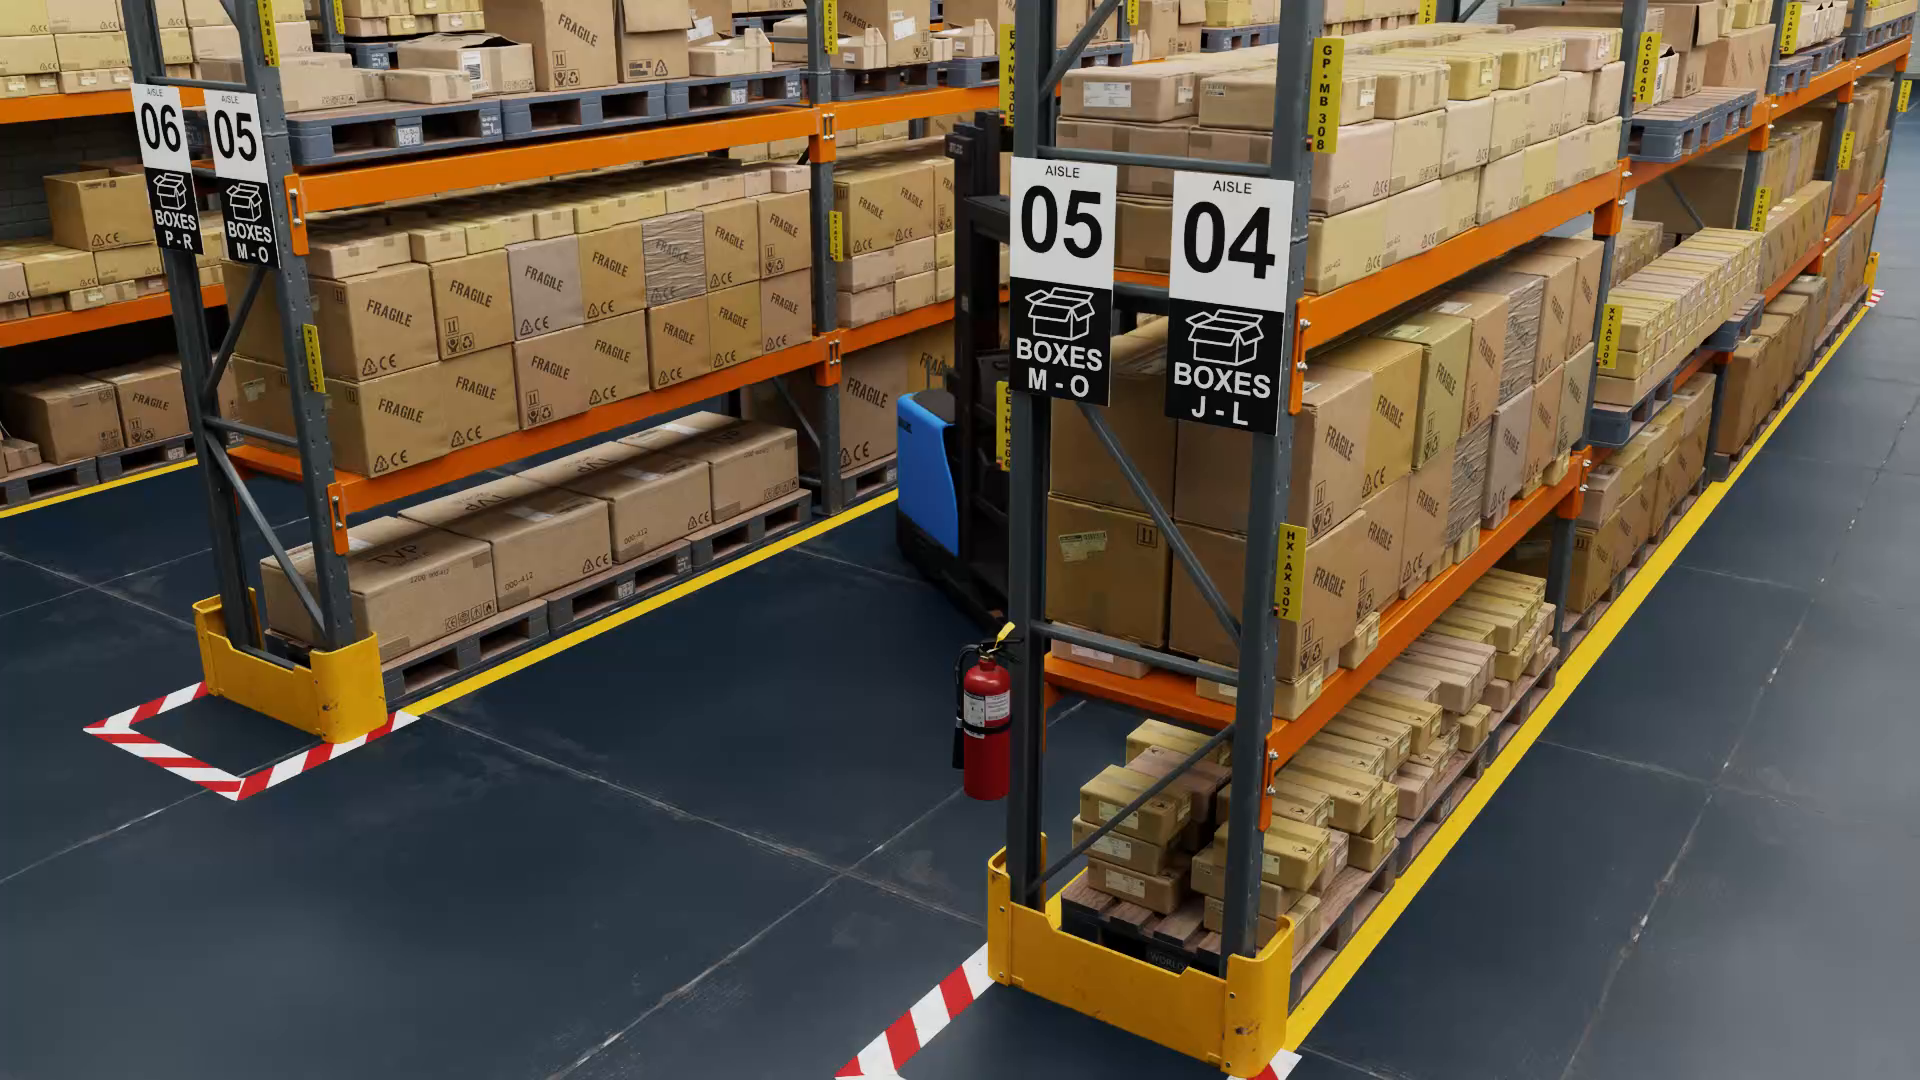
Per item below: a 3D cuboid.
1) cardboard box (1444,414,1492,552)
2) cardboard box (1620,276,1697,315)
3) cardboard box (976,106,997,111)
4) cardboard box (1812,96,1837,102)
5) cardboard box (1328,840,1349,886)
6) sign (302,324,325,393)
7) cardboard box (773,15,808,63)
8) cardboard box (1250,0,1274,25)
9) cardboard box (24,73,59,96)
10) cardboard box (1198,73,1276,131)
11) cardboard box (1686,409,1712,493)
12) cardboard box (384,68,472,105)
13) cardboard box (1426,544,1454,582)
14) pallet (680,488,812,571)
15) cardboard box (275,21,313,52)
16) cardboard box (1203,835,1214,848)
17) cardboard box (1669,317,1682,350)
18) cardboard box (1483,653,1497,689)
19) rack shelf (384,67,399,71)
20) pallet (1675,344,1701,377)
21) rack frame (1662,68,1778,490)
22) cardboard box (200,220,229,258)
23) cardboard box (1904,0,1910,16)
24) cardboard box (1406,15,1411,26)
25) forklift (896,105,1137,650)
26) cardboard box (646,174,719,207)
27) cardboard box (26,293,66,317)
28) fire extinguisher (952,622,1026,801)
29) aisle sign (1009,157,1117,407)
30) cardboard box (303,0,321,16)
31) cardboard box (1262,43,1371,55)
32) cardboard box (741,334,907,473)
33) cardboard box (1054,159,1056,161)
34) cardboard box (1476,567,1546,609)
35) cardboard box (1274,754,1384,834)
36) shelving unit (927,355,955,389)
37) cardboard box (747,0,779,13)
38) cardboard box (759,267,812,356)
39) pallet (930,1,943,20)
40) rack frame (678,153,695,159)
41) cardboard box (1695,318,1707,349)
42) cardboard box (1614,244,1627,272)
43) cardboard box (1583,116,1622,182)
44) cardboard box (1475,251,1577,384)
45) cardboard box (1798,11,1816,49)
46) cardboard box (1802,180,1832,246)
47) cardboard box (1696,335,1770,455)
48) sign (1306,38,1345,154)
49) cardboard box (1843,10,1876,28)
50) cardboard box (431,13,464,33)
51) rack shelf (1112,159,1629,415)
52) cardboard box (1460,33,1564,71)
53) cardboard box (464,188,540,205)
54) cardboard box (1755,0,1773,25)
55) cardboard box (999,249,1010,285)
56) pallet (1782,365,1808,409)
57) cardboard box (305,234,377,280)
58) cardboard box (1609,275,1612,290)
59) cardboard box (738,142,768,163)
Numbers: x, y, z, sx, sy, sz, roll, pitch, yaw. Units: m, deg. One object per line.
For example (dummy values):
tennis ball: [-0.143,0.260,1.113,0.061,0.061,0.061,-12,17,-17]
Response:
cardboard box: [1.949,-0.299,7.176,0.500,0.500,0.500,13,24,30]
cardboard box: [4.055,-1.421,9.683,0.380,0.149,0.250,13,24,31]
cardboard box: [0.137,-5.361,21.291,0.500,0.500,0.500,13,24,31]
cardboard box: [7.815,-3.893,15.693,0.875,0.550,0.550,13,24,32]
cardboard box: [1.393,1.295,6.944,0.380,0.149,0.250,14,24,32]
sign: [-3.074,-0.863,7.912,0.100,0.325,0.005,13,24,32]
cardboard box: [-0.960,-3.533,11.693,0.500,0.311,0.500,13,24,32]
cardboard box: [2.719,-5.166,16.195,0.500,0.250,0.500,14,24,32]
cardboard box: [-6.527,-3.193,11.613,0.380,0.149,0.250,13,24,31]
cardboard box: [0.991,-1.400,5.323,0.380,0.149,0.250,13,24,31]
cardboard box: [4.964,-0.674,11.760,0.500,0.500,0.500,13,24,32]
cardboard box: [-2.728,-2.330,8.529,0.380,0.149,0.250,14,25,34]
cardboard box: [1.909,0.038,7.201,0.380,0.149,0.250,14,25,34]
pallet: [-1.774,-0.167,11.411,1.003,0.211,1.213,13,24,32]
cardboard box: [-5.453,-3.933,13.038,0.500,0.250,0.500,13,24,32]
cardboard box: [1.025,1.203,7.194,0.380,0.149,0.250,13,24,32]
cardboard box: [3.906,-1.207,9.531,0.380,0.149,0.250,12,24,30]
cardboard box: [2.455,0.625,8.326,0.380,0.149,0.250,14,24,32]
rack shelf: [-4.264,-4.288,15.246,1.077,0.370,4.000,13,24,32]
pallet: [4.039,-1.223,10.524,1.003,0.211,1.213,13,24,32]
rack frame: [5.118,-1.889,12.047,1.000,3.000,0.127,13,24,32]
cardboard box: [-5.743,-2.373,13.145,0.500,0.250,0.500,13,24,32]
cardboard box: [9.280,-5.337,16.659,0.380,0.149,0.250,14,24,32]
cardboard box: [5.007,-6.045,19.323,0.380,0.149,0.250,13,24,32]
forklift: [0.627,-0.908,9.494,1.130,2.935,3.031,-9,22,-22]
cardboard box: [-1.705,-2.147,10.225,0.380,0.149,0.250,13,24,31]
cardboard box: [-6.664,-1.722,11.958,0.380,0.149,0.250,14,24,33]
fire extinguisher: [0.097,0.600,5.968,0.296,0.674,0.183,13,24,32]
aisle sign: [0.332,-0.850,5.493,0.394,0.787,0.004,13,24,32]
cardboard box: [-5.317,-4.426,13.766,0.380,0.149,0.250,13,24,31]
cardboard box: [1.448,-1.941,6.786,0.380,0.149,0.250,13,24,30]
cardboard box: [-0.999,-1.071,12.295,0.875,0.875,0.875,14,25,33]
cardboard box: [0.611,-2.993,13.447,0.500,0.500,0.500,14,24,33]
cardboard box: [2.885,0.273,8.850,0.380,0.149,0.250,14,25,33]
cardboard box: [1.499,1.034,6.793,0.380,0.149,0.250,13,24,32]
shelving unit: [-0.069,-0.629,11.236,0.258,1.200,0.189,13,24,32]
cardboard box: [-2.330,-5.814,17.442,0.700,0.500,0.500,13,24,31]
cardboard box: [-1.331,-1.541,10.964,0.500,0.500,0.500,14,24,32]
pallet: [-0.433,-6.555,20.466,1.003,0.211,1.213,13,24,32]
rack frame: [-3.140,-3.792,17.193,1.000,3.000,0.127,13,24,32]
cardboard box: [4.345,-1.291,10.188,0.380,0.149,0.250,12,23,29]
cardboard box: [4.108,-1.851,10.845,0.380,0.149,0.250,15,25,34]
cardboard box: [2.817,-1.884,7.927,0.500,0.250,0.500,14,24,33]
cardboard box: [2.543,-1.059,7.791,0.500,0.500,0.500,12,24,30]
cardboard box: [5.988,-3.778,12.297,0.500,0.250,0.500,14,25,33]
cardboard box: [7.294,-2.881,14.587,0.500,0.500,0.500,13,24,32]
cardboard box: [5.535,-1.188,12.790,1.050,0.750,0.750,13,24,31]
sign: [1.070,-1.304,4.884,0.100,0.325,0.005,13,24,32]
cardboard box: [7.852,-4.607,14.686,0.380,0.149,0.250,13,24,31]
cardboard box: [-4.443,-4.401,14.127,0.380,0.149,0.250,14,24,33]
rack shelf: [1.745,-1.237,6.998,1.077,0.370,4.000,13,24,32]
cardboard box: [2.432,-2.147,7.344,0.380,0.149,0.250,14,25,34]
cardboard box: [-2.659,-1.940,9.666,0.380,0.149,0.250,14,25,34]
cardboard box: [5.105,-3.535,10.926,0.396,0.266,0.258,13,24,32]
cardboard box: [0.064,-2.116,12.878,0.500,0.250,0.500,13,24,31]
pallet: [6.995,-1.493,14.996,1.003,0.211,1.213,13,24,32]
cardboard box: [-3.101,-1.398,8.199,0.380,0.149,0.250,14,24,33]
cardboard box: [3.957,-1.638,10.698,0.380,0.149,0.250,13,24,31]
cardboard box: [-2.406,-4.179,17.735,0.500,0.250,0.500,14,25,33]
